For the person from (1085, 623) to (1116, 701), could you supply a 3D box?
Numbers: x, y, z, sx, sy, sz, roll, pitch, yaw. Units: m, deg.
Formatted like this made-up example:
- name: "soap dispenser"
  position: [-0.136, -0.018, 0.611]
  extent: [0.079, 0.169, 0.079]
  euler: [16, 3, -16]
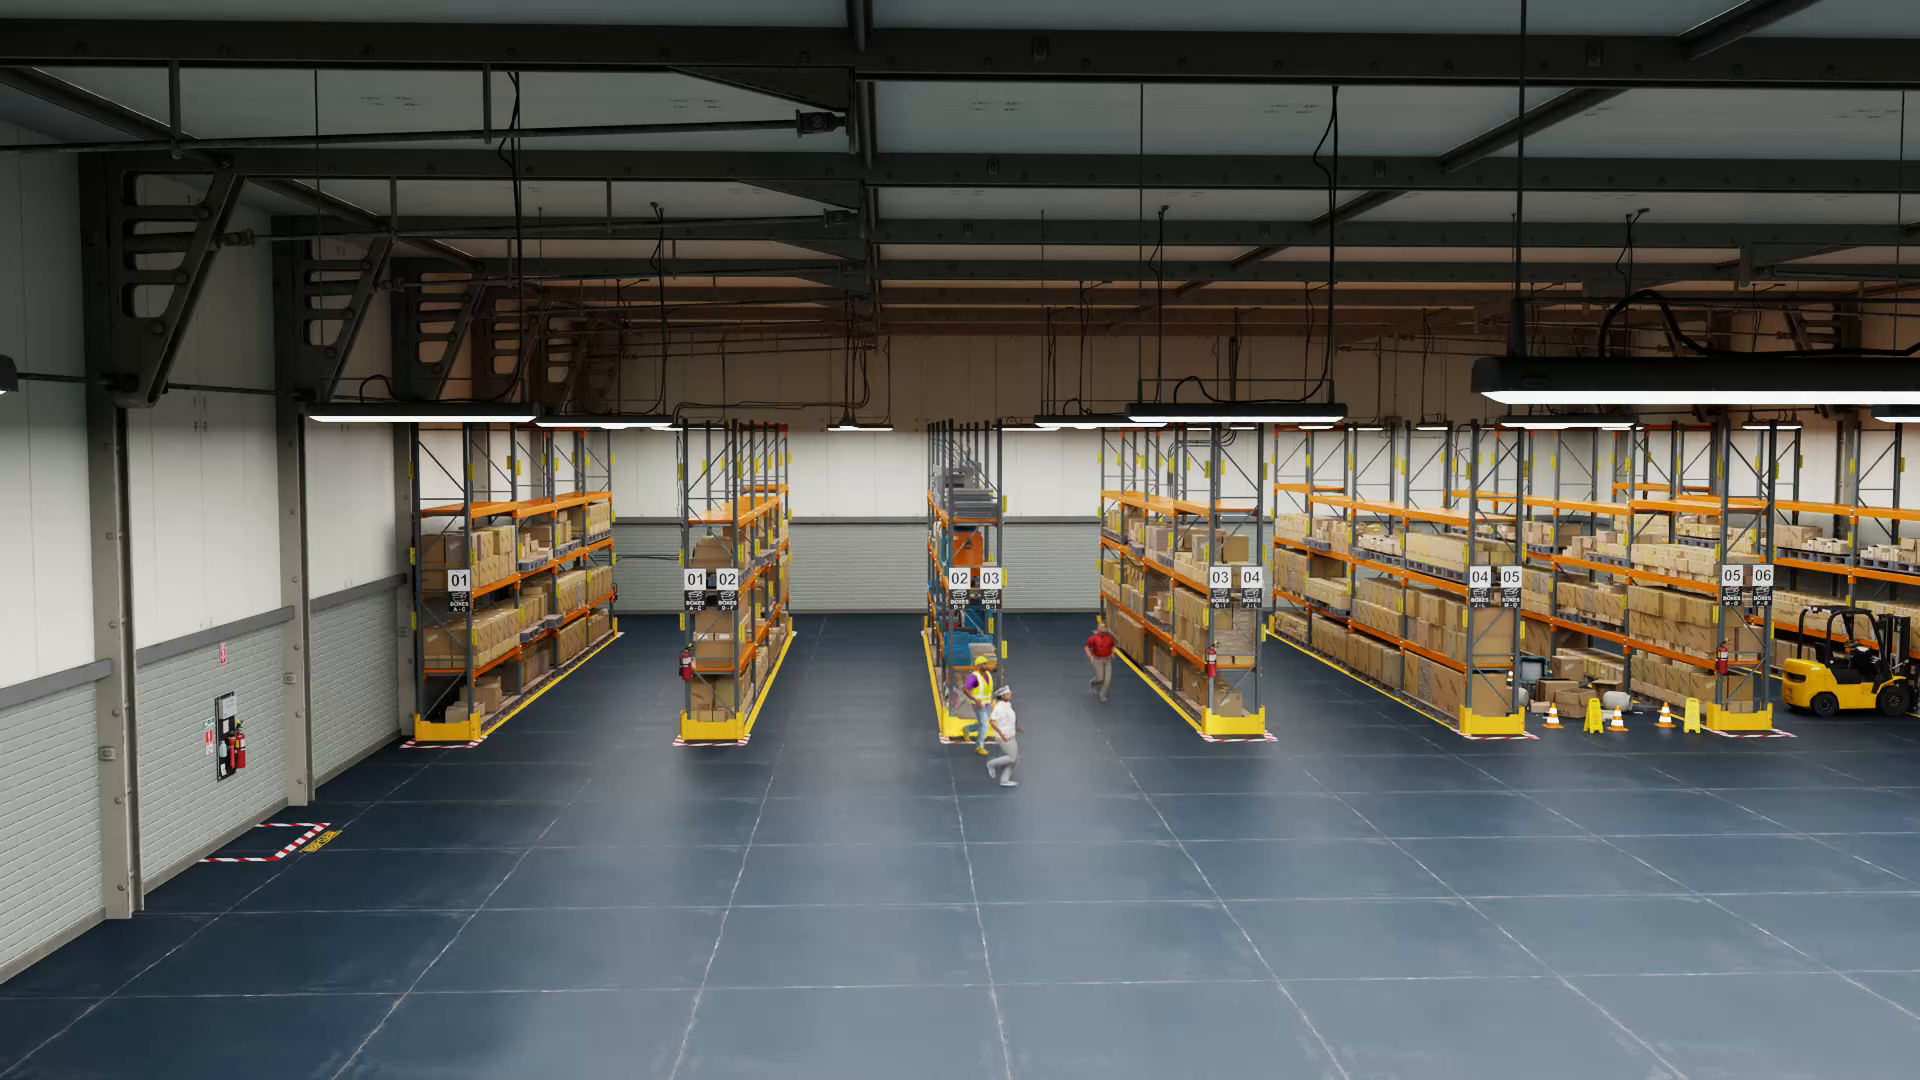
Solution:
- name: "person"
  position: [3.038, 2.607, 35.593]
  extent: [0.677, 1.675, 0.604]
  euler: [-1, 4, -18]

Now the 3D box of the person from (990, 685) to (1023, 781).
- name: "person"
  position: [0.764, 3.145, 27.000]
  extent: [0.492, 1.588, 0.589]
  euler: [1, 4, 20]

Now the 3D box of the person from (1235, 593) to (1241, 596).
- name: "person"
  position: [7.796, 1.918, 45.921]
  extent: [0.727, 1.772, 0.753]
  euler: [0, 4, 6]

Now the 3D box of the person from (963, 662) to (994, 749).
- name: "person"
  position: [0.318, 2.928, 29.925]
  extent: [0.609, 1.634, 0.715]
  euler: [3, 5, 39]
